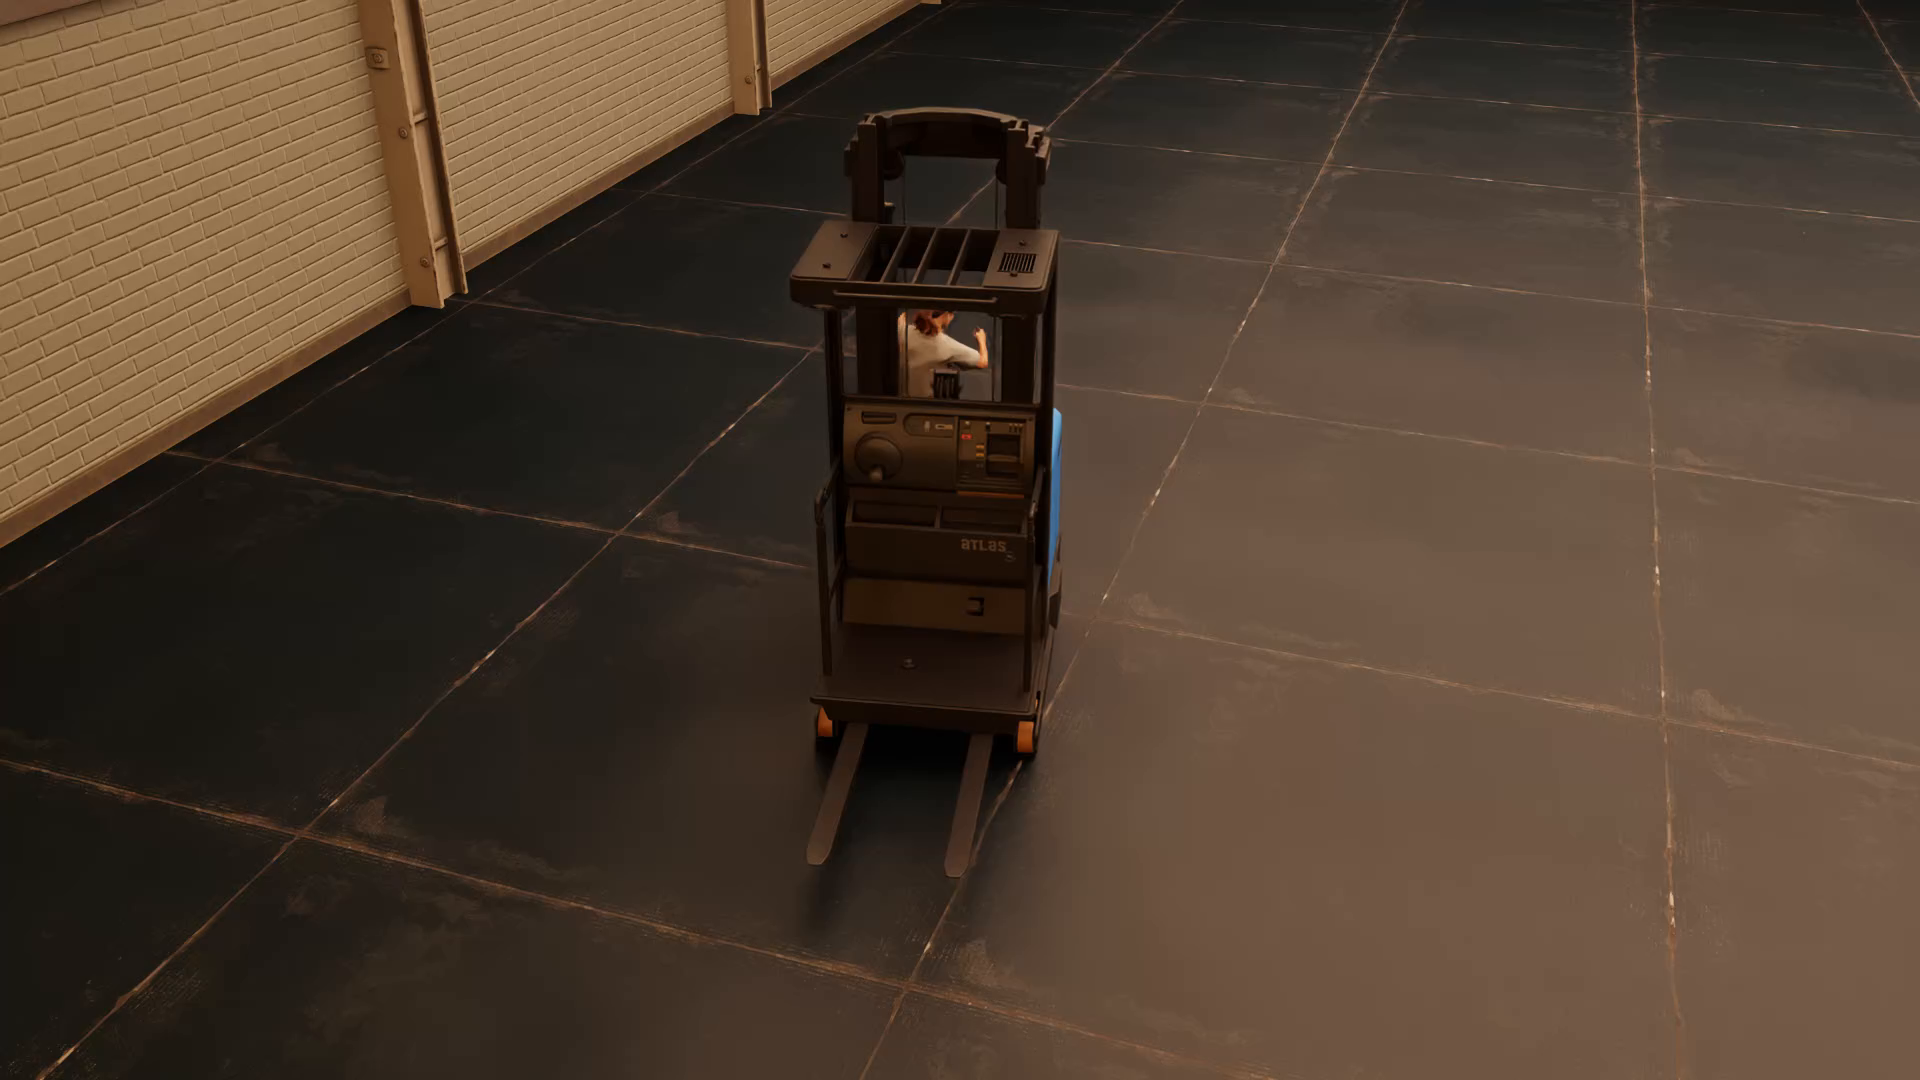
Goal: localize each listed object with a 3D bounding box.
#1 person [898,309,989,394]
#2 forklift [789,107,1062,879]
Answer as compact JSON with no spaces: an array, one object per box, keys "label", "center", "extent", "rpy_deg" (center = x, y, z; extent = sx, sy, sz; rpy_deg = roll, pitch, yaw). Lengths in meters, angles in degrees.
[{"label":"person","center":[-0.106,-0.941,10.300],"extent":[0.929,1.423,0.697],"rpy_deg":[16,33,25]},{"label":"forklift","center":[-0.129,-0.399,7.836],"extent":[1.130,2.935,3.031],"rpy_deg":[4,30,7]}]
